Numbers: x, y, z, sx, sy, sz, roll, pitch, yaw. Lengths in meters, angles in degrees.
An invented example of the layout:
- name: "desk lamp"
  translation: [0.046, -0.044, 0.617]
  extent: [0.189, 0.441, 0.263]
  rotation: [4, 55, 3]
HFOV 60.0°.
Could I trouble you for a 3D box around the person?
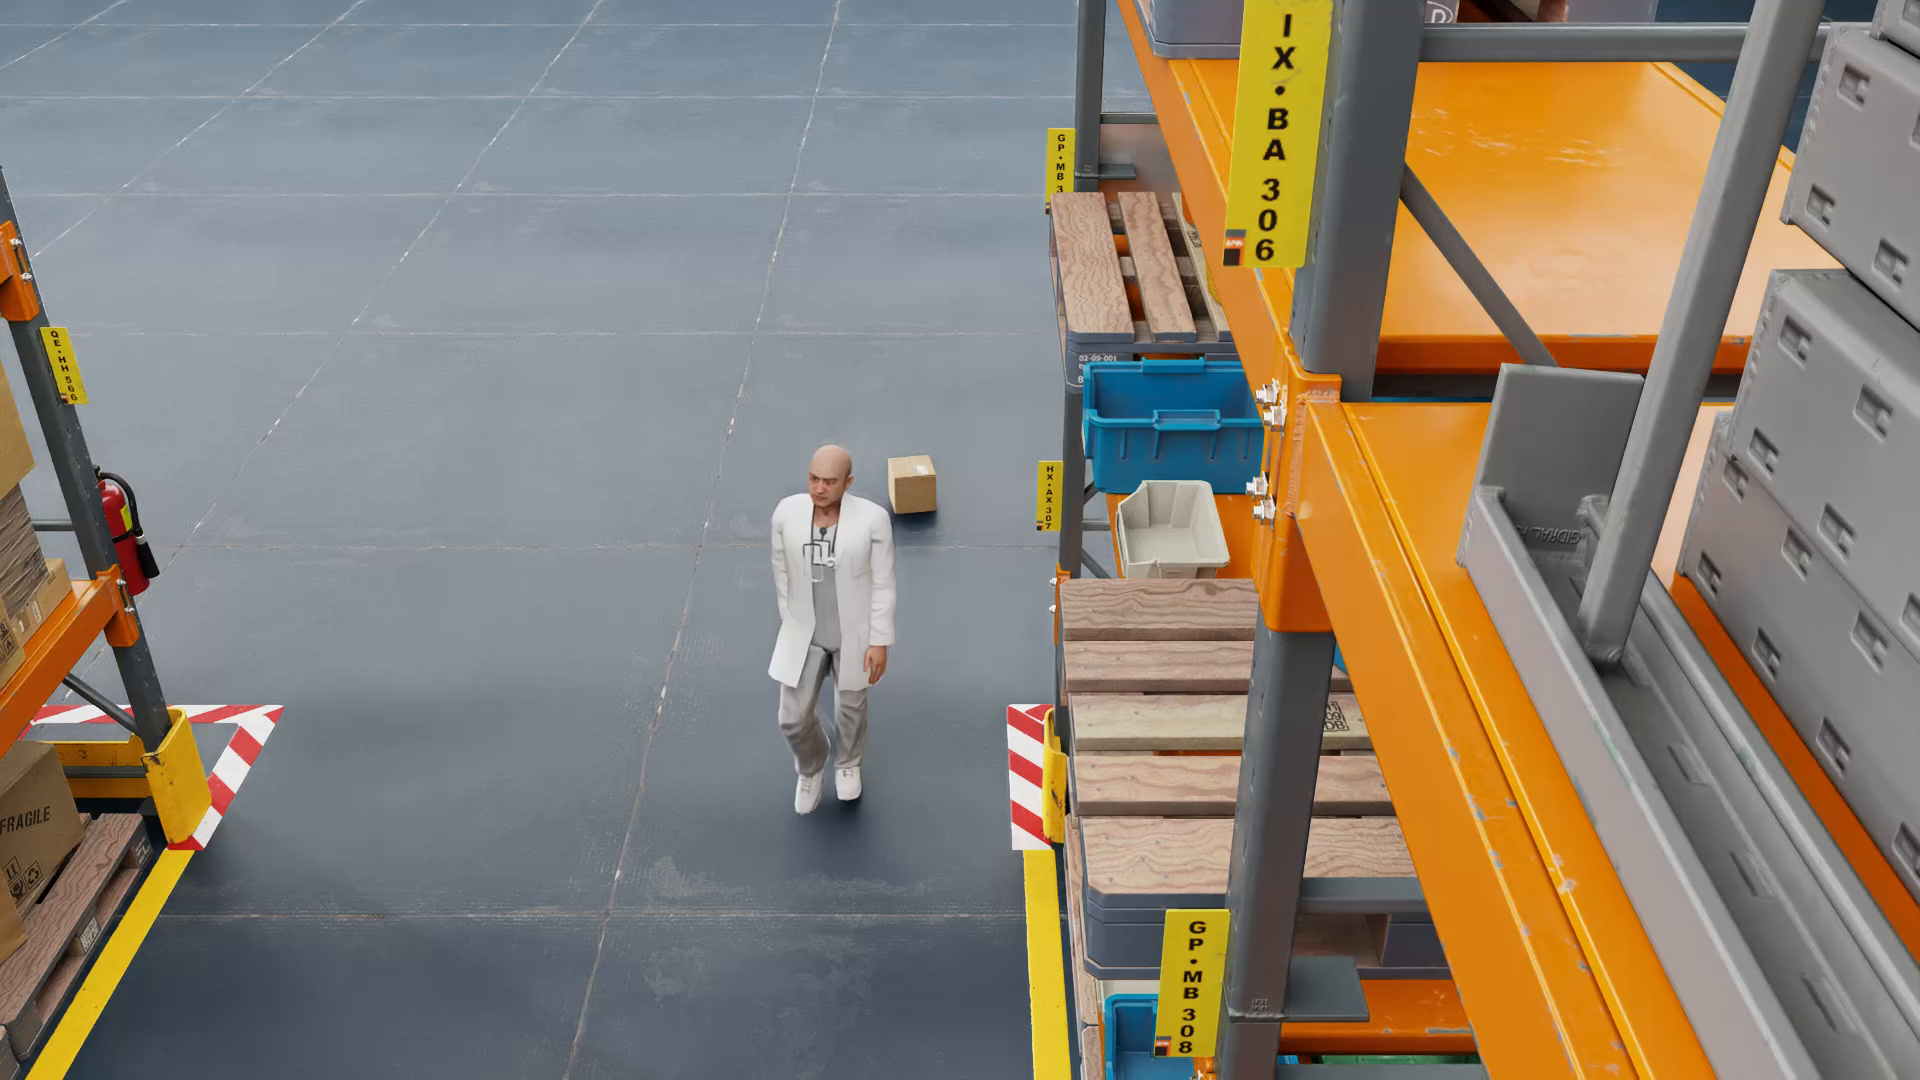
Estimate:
- name: "person"
  translation: [-0.551, 0.426, 7.251]
  extent: [0.565, 1.827, 0.529]
  rotation: [3, 31, 5]
